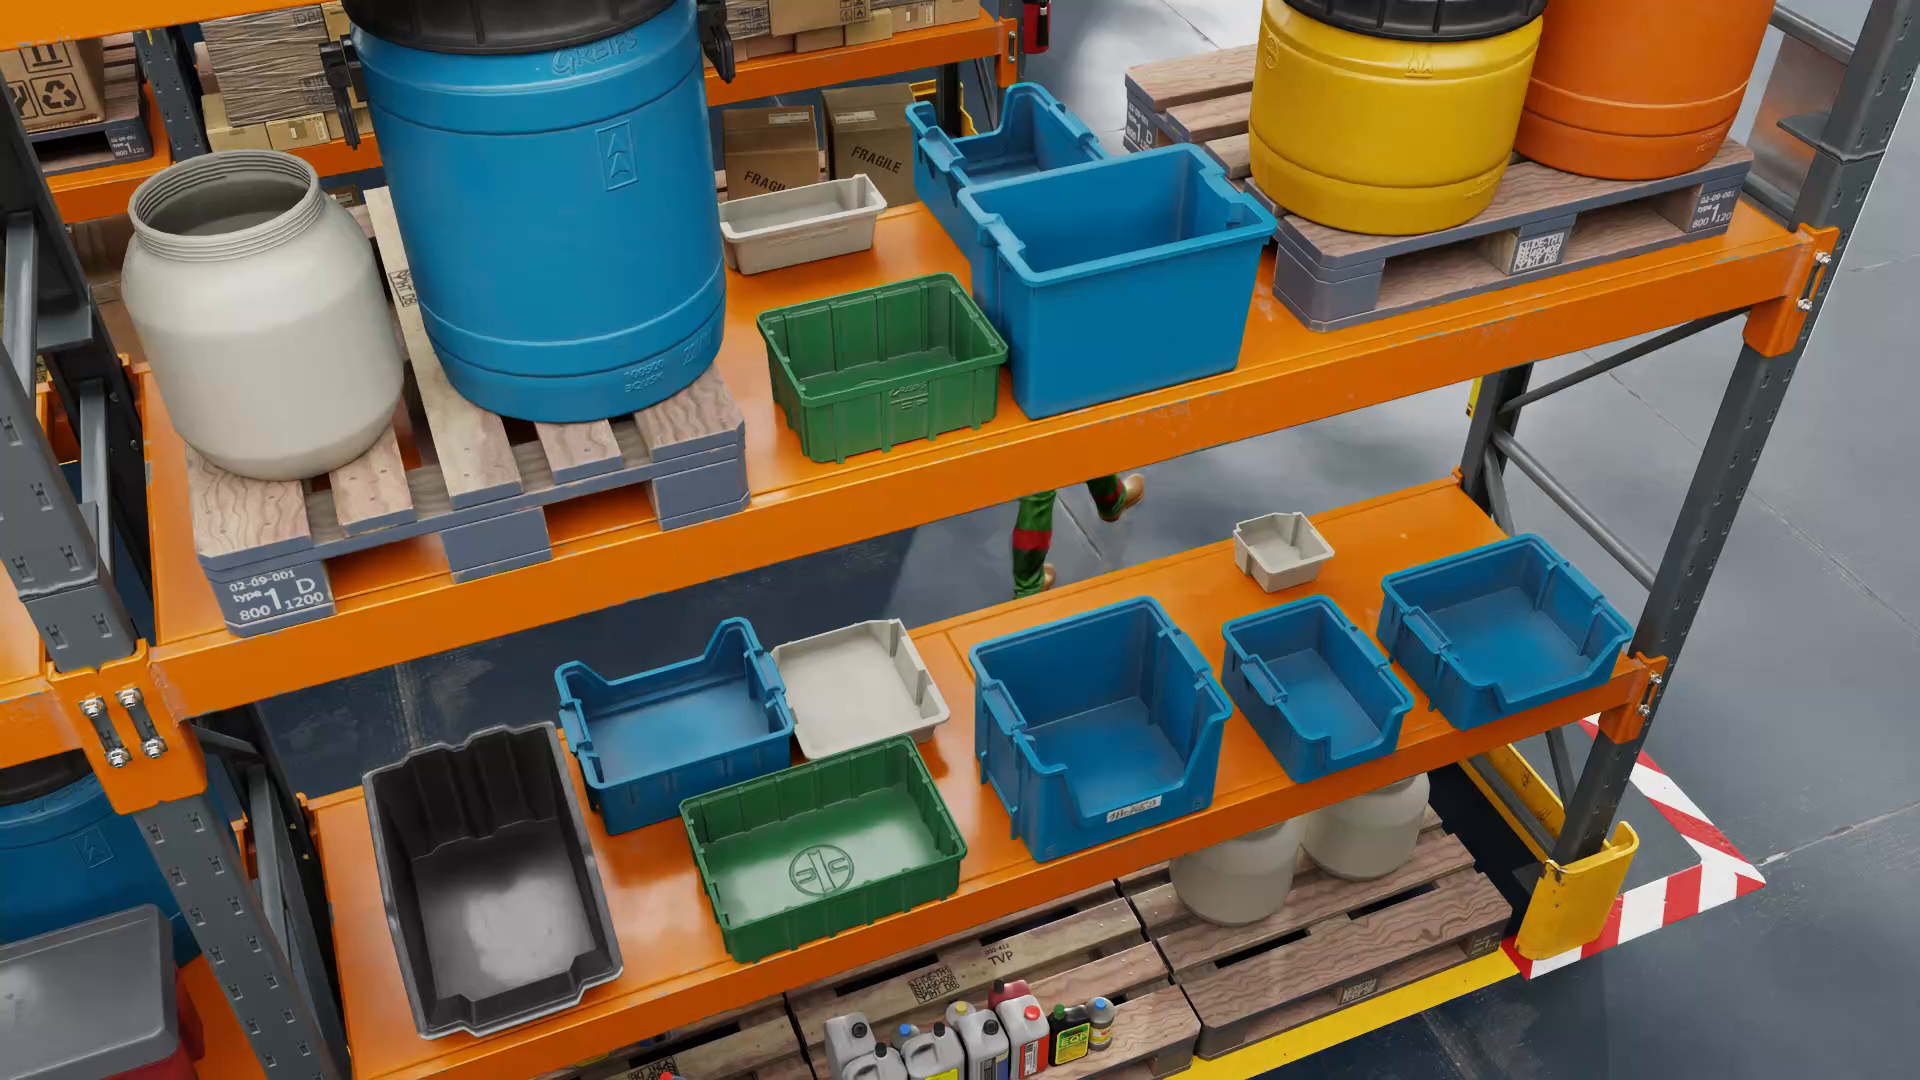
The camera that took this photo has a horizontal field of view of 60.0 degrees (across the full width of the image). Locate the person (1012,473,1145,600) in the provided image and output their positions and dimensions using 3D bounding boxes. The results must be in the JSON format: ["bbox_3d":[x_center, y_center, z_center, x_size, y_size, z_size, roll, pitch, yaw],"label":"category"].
[{"bbox_3d":[0.482,-0.626,6.828,0.618,1.734,1.009,17,44,19],"label":"person"}]
